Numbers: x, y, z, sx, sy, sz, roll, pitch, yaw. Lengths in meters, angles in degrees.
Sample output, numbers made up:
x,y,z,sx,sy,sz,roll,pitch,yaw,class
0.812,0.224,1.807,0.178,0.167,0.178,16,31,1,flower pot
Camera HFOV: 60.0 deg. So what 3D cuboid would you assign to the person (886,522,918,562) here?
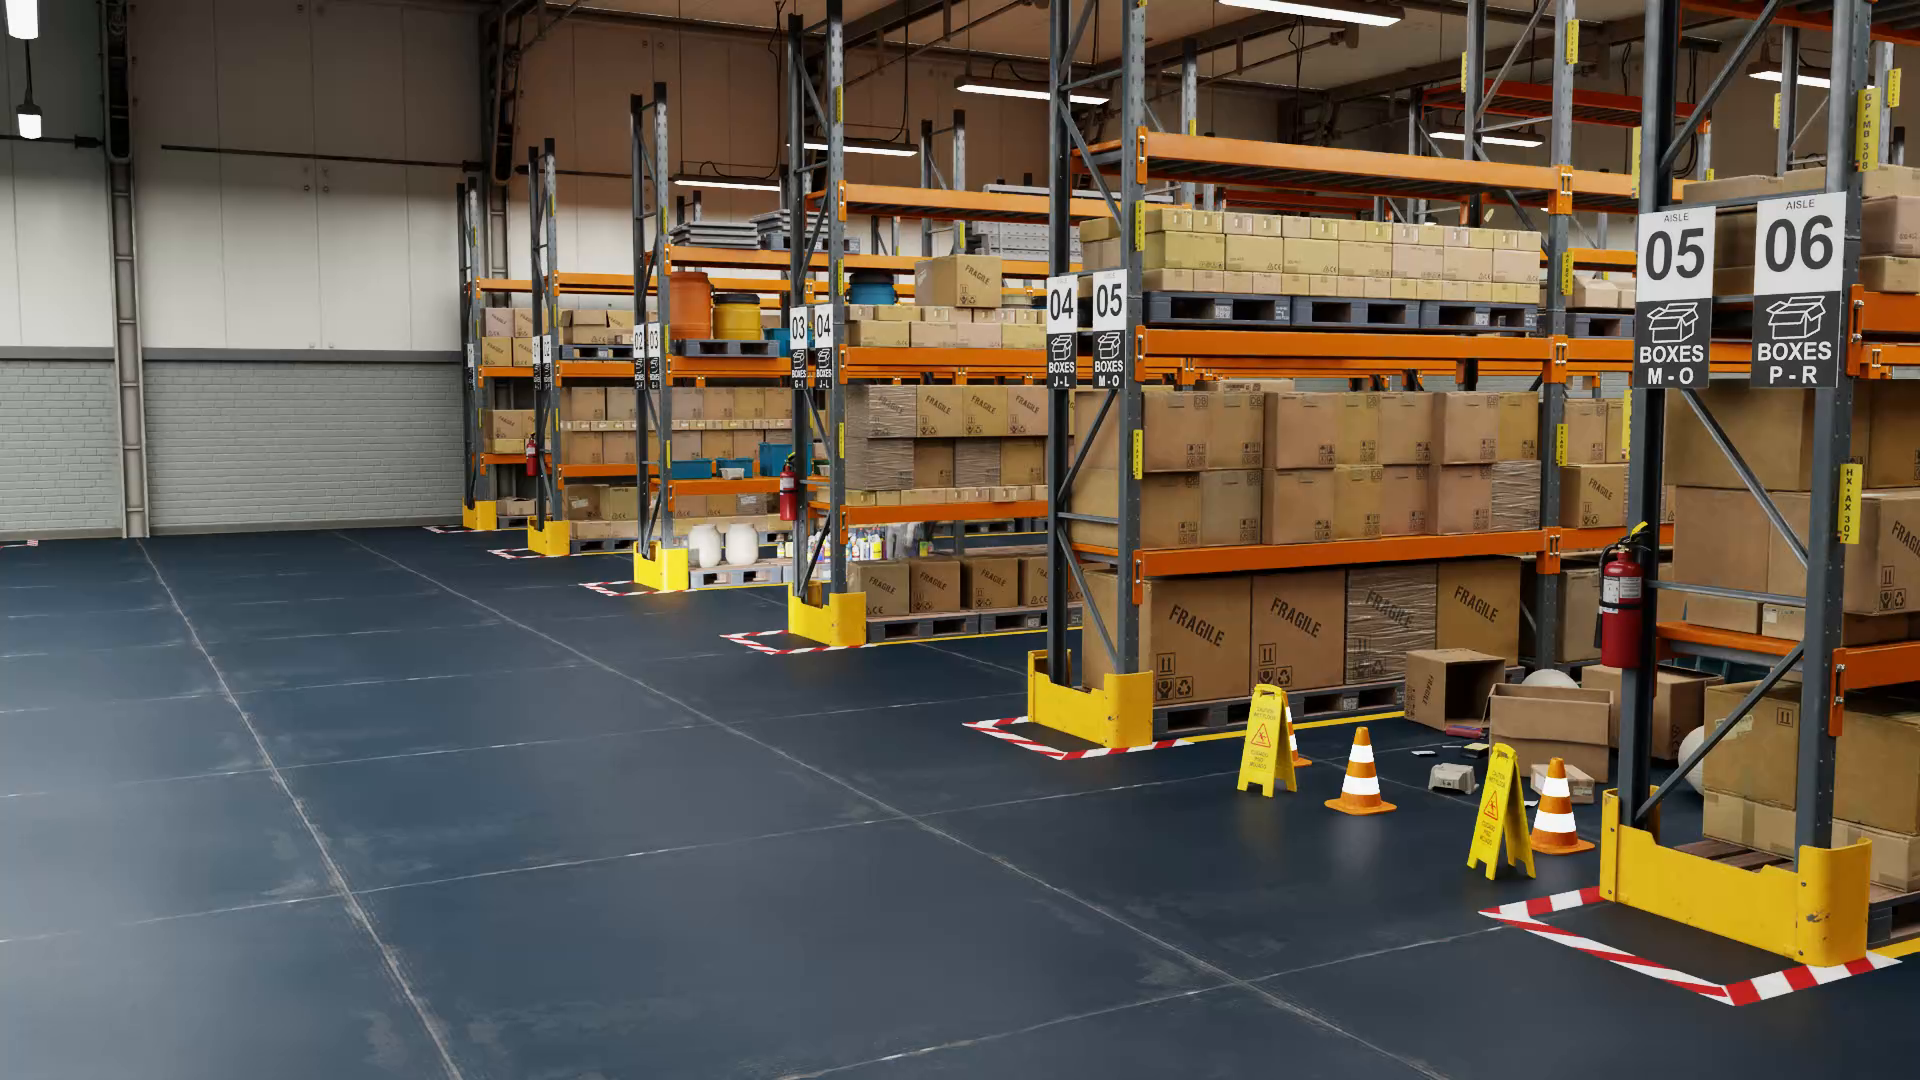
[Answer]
x,y,z,sx,sy,sz,roll,pitch,yaw,class
-0.620,-0.114,18.331,0.566,1.677,0.493,-3,6,-34,person
